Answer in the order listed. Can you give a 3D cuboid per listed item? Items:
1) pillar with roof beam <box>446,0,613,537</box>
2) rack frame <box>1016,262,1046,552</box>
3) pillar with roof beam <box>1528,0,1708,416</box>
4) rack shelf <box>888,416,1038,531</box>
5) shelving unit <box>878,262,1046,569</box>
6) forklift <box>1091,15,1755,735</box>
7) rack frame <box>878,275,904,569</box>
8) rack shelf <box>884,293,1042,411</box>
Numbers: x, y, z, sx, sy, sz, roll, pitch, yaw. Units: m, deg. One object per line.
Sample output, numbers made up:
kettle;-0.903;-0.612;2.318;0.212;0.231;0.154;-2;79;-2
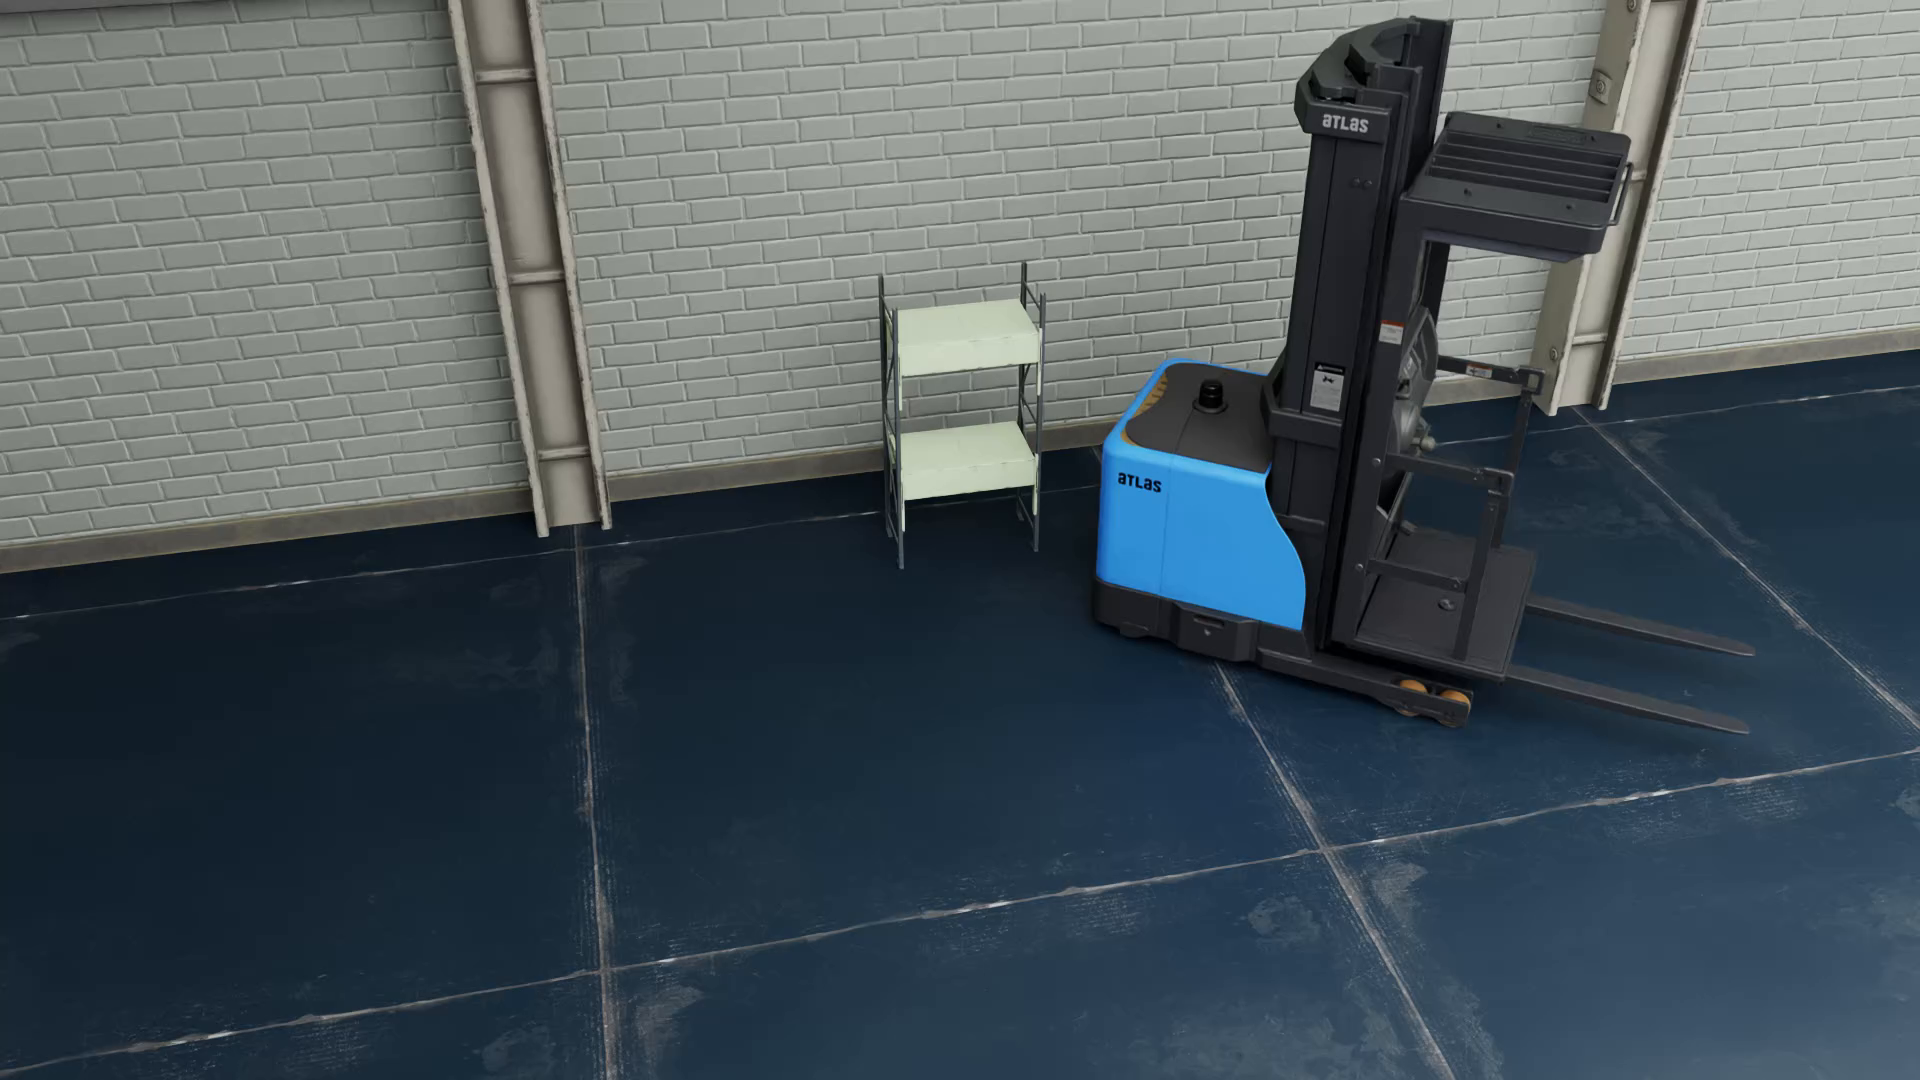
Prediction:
pillar with roof beam;-1.174;-1.519;3.162;0.400;9.000;9.100;-7;35;-11
rack frame;0.363;-0.669;8.623;0.023;1.500;0.400;-7;35;-11
pillar with roof beam;4.679;-2.257;4.261;0.400;9.000;9.100;-7;35;-11
rack shelf;0.007;-0.353;8.738;0.720;0.370;0.431;-7;35;-11
shelving unit;0.007;-0.624;8.556;0.755;1.500;0.431;-7;35;-11
forklift;2.217;-0.692;7.374;3.031;2.935;1.130;14;36;20
rack frame;-0.350;-0.579;8.489;0.023;1.500;0.400;-7;35;-11
rack shelf;0.007;-0.948;8.339;0.720;0.370;0.431;-7;35;-11
